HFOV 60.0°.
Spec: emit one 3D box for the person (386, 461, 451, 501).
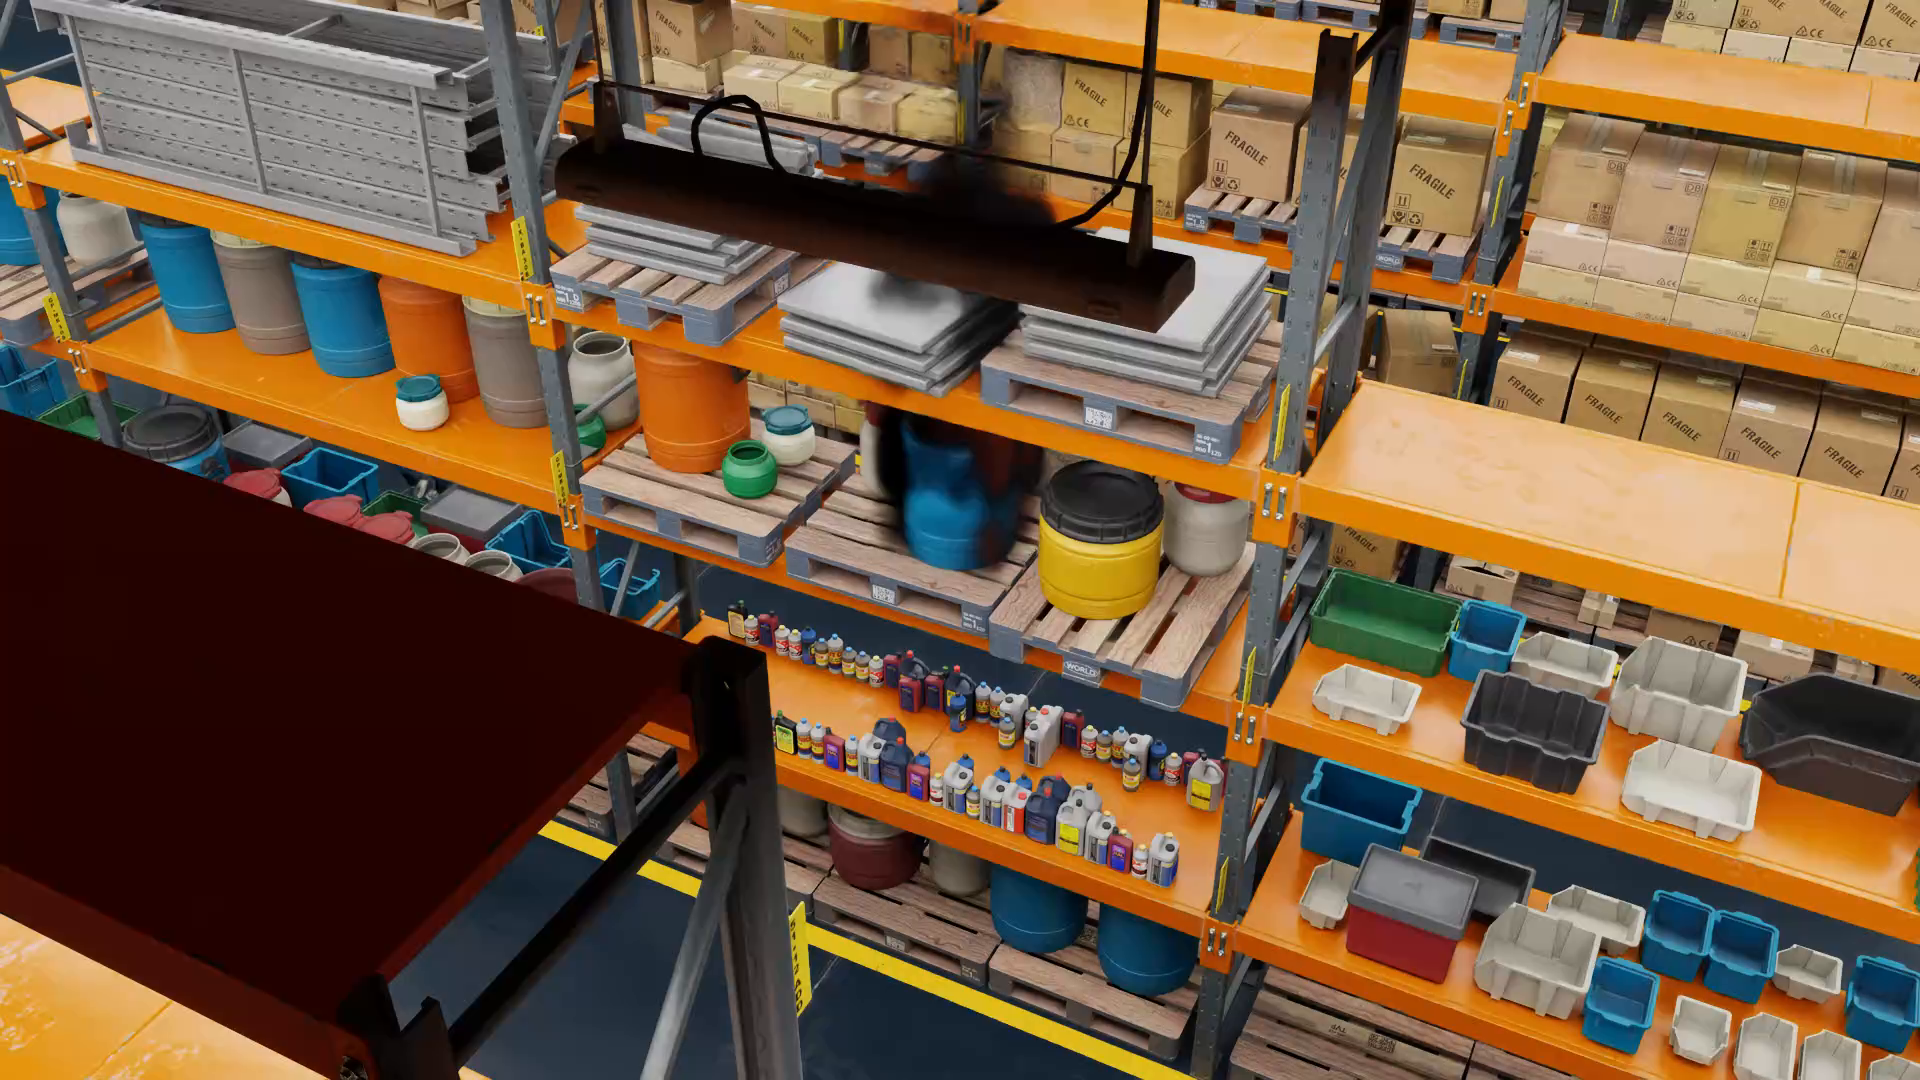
[{"bbox_3d":[-4.680,-0.998,13.910,0.701,1.556,0.507,8,36,11],"label":"person"}]
